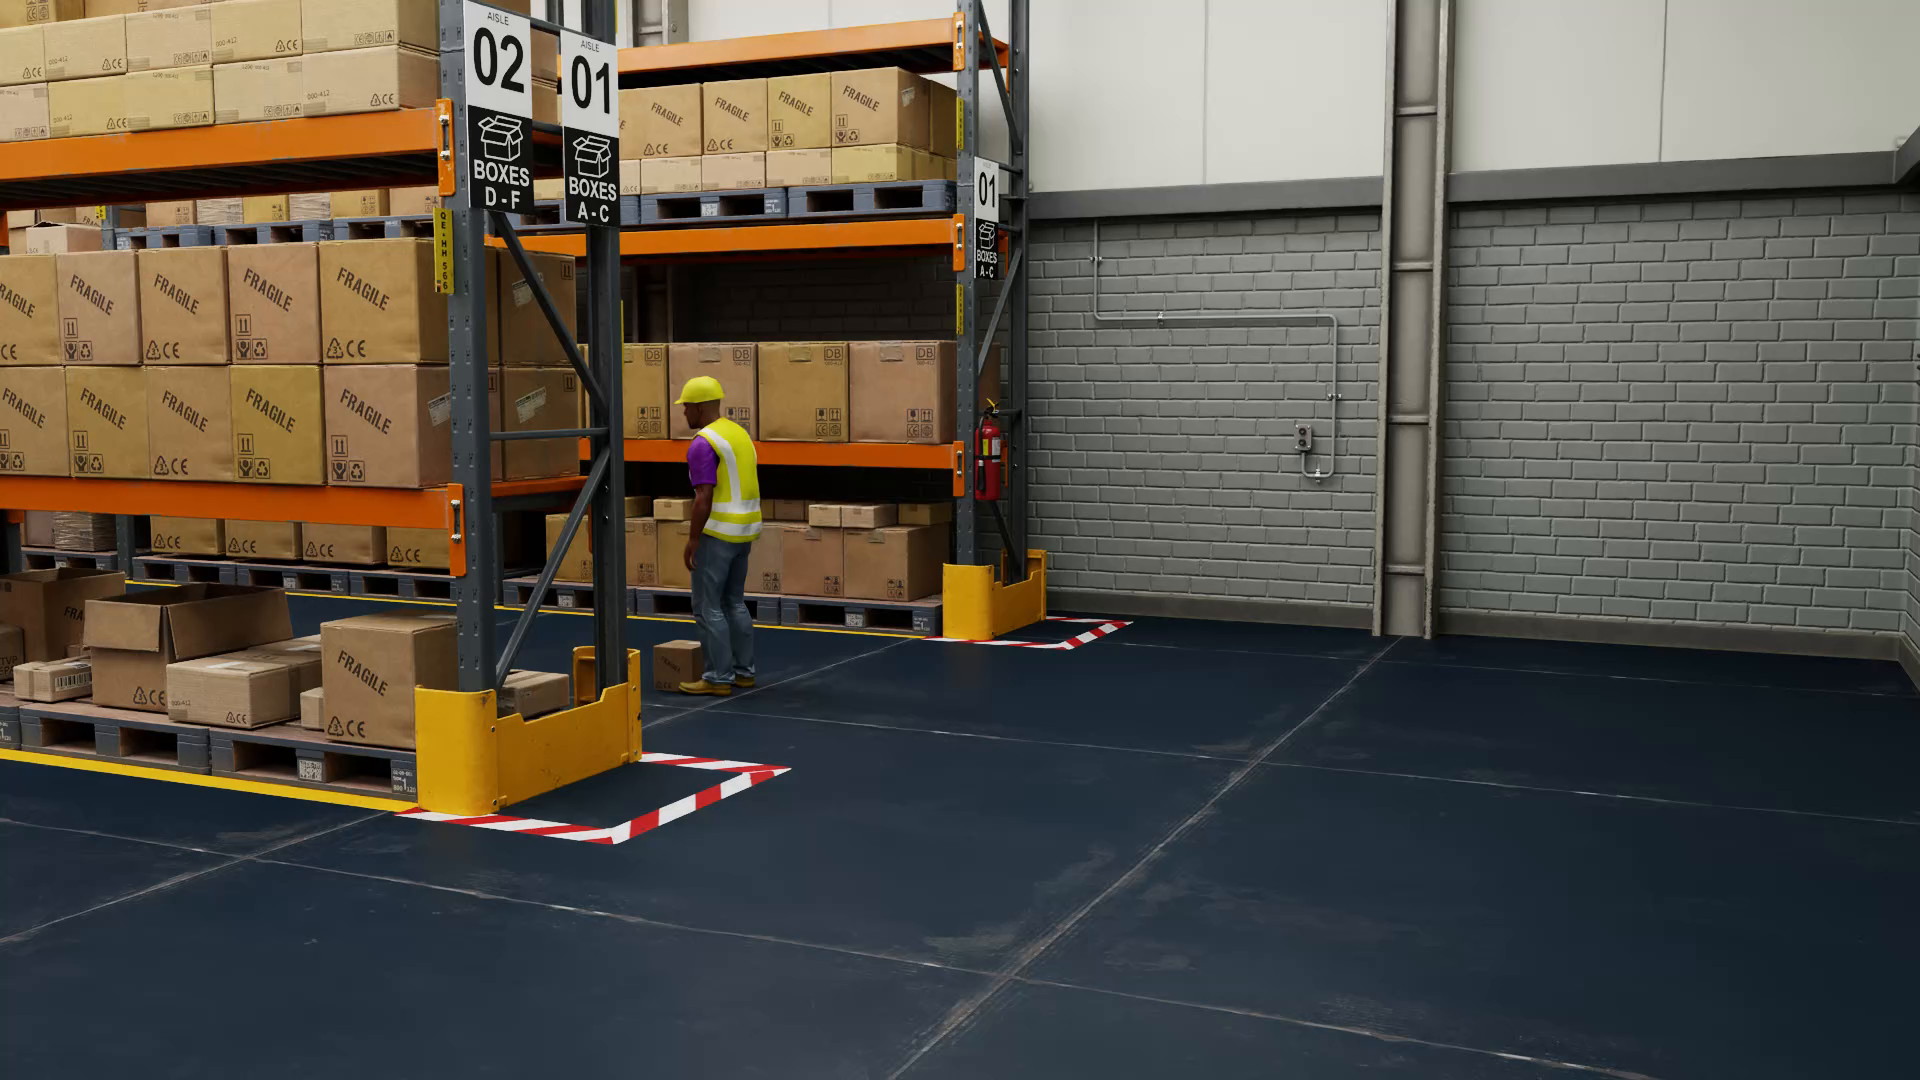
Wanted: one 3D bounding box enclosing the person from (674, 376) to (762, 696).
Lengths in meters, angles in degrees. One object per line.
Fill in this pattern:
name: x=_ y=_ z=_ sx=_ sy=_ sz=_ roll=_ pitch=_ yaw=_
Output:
person: x=-1.350 y=-0.028 z=9.243 sx=0.462 sy=1.759 sz=0.633 roll=2 pitch=6 yaw=20
